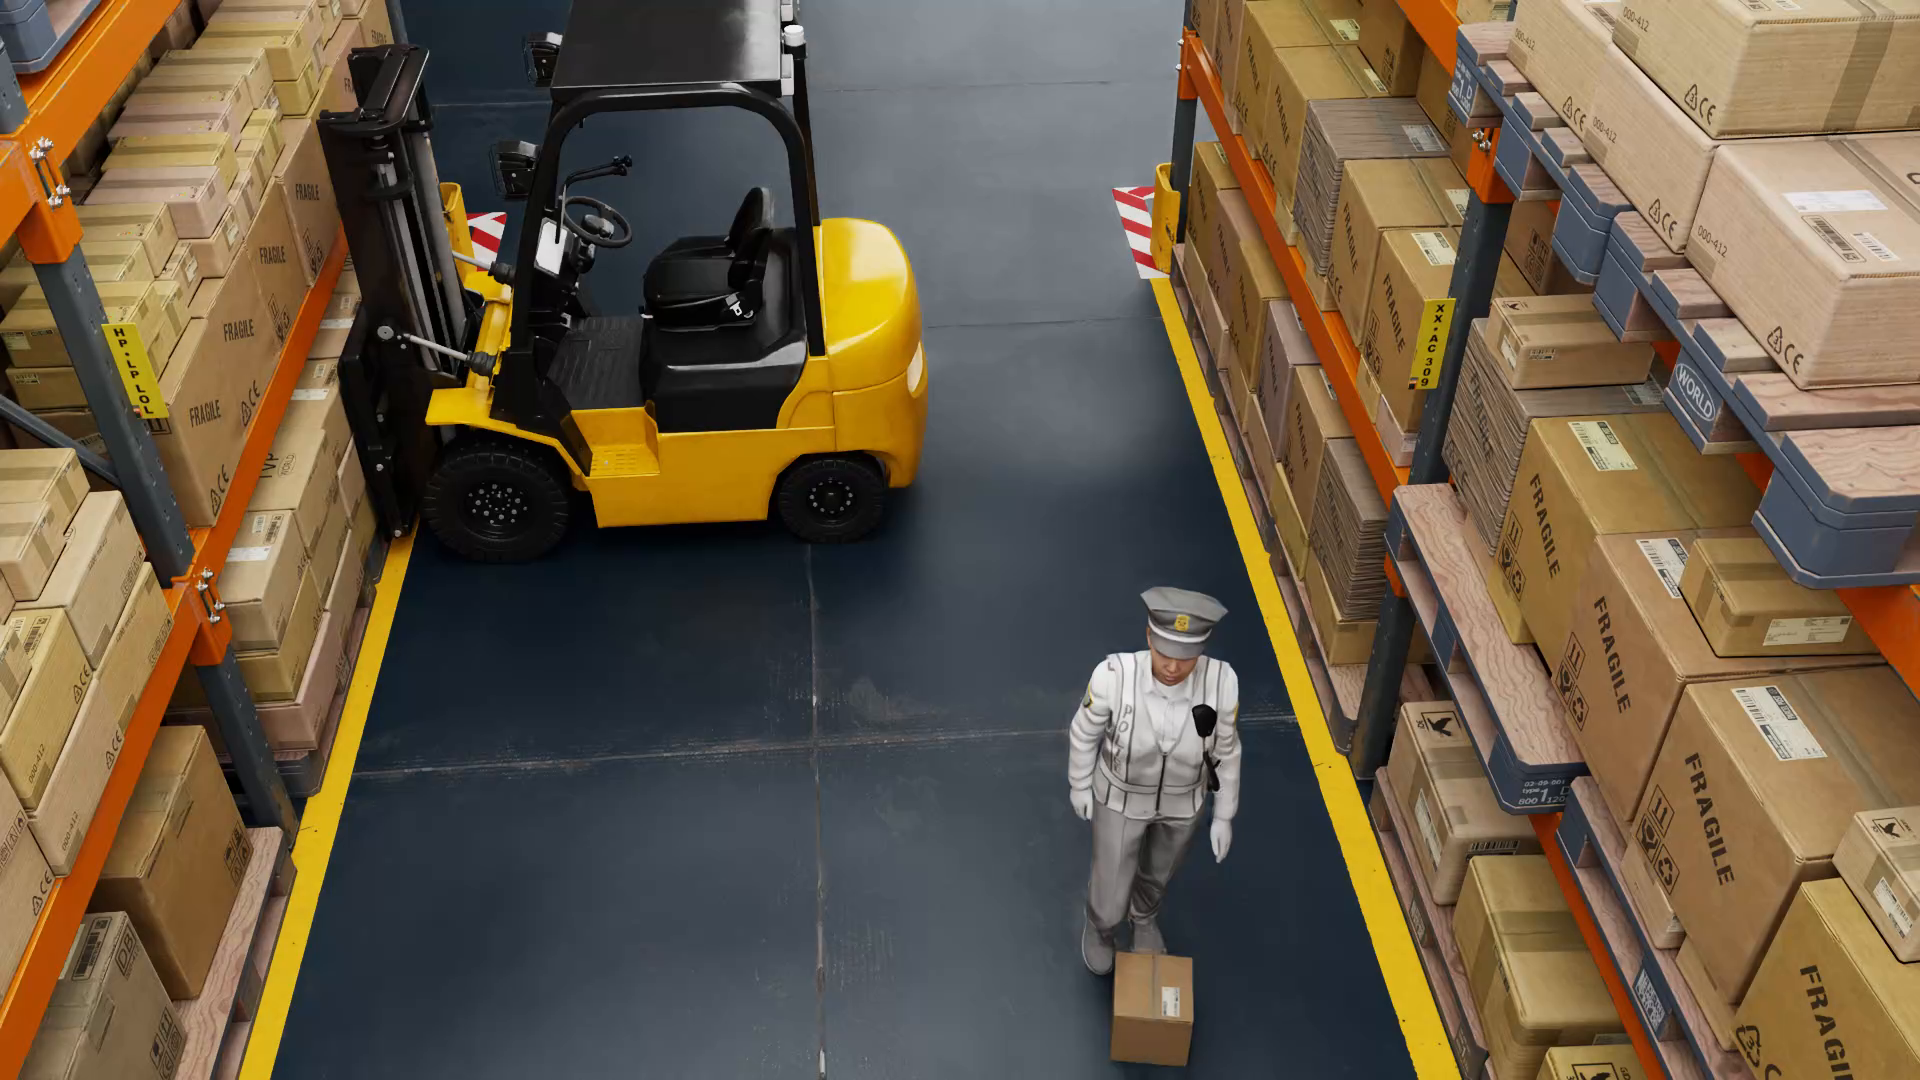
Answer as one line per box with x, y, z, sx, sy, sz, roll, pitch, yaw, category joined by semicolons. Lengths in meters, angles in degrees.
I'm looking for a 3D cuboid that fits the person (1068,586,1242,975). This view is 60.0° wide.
0.585;0.785;5.154;0.501;1.702;0.410;-1;39;-2;person
